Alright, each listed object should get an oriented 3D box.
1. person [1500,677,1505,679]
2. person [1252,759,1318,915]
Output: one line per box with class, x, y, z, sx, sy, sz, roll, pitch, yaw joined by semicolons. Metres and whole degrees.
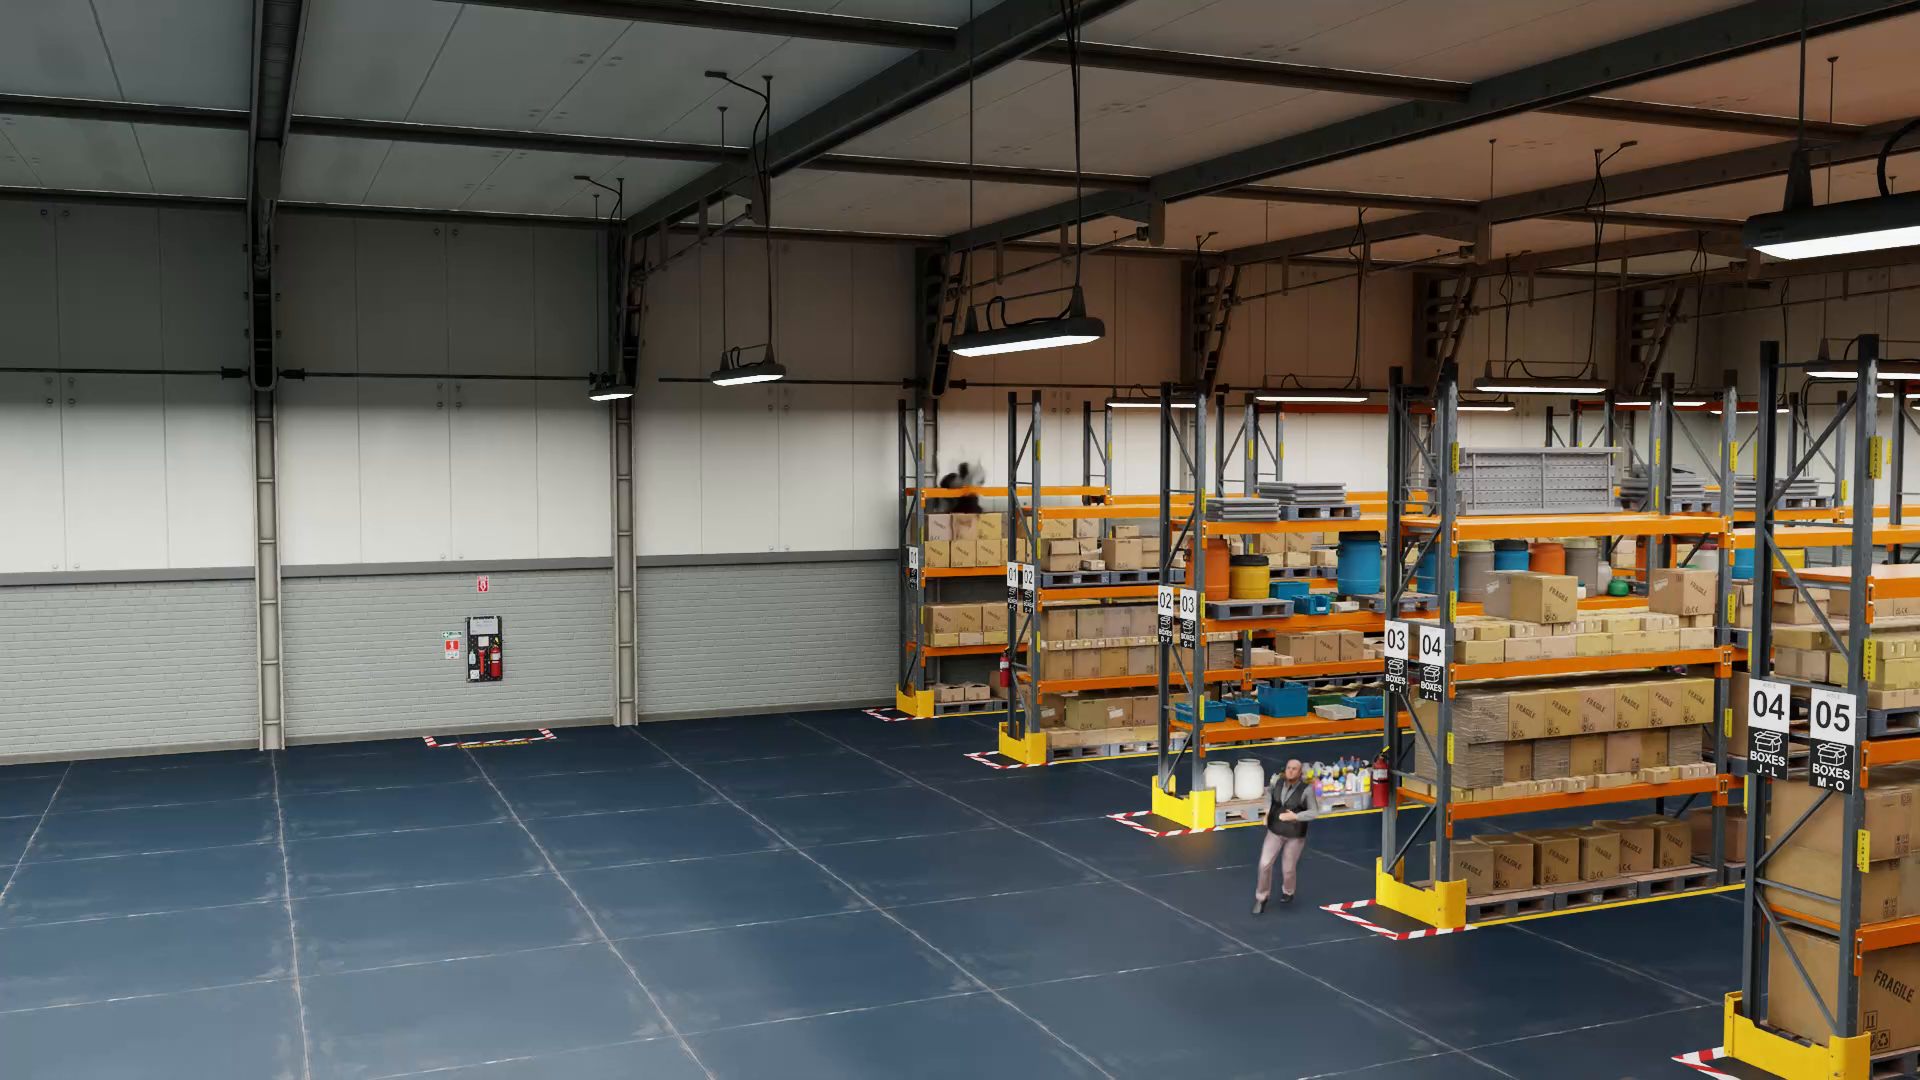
person;9.123;2.678;27.497;0.629;1.734;0.695;-1;4;-23
person;3.619;3.264;18.272;0.687;1.759;0.720;2;4;30
